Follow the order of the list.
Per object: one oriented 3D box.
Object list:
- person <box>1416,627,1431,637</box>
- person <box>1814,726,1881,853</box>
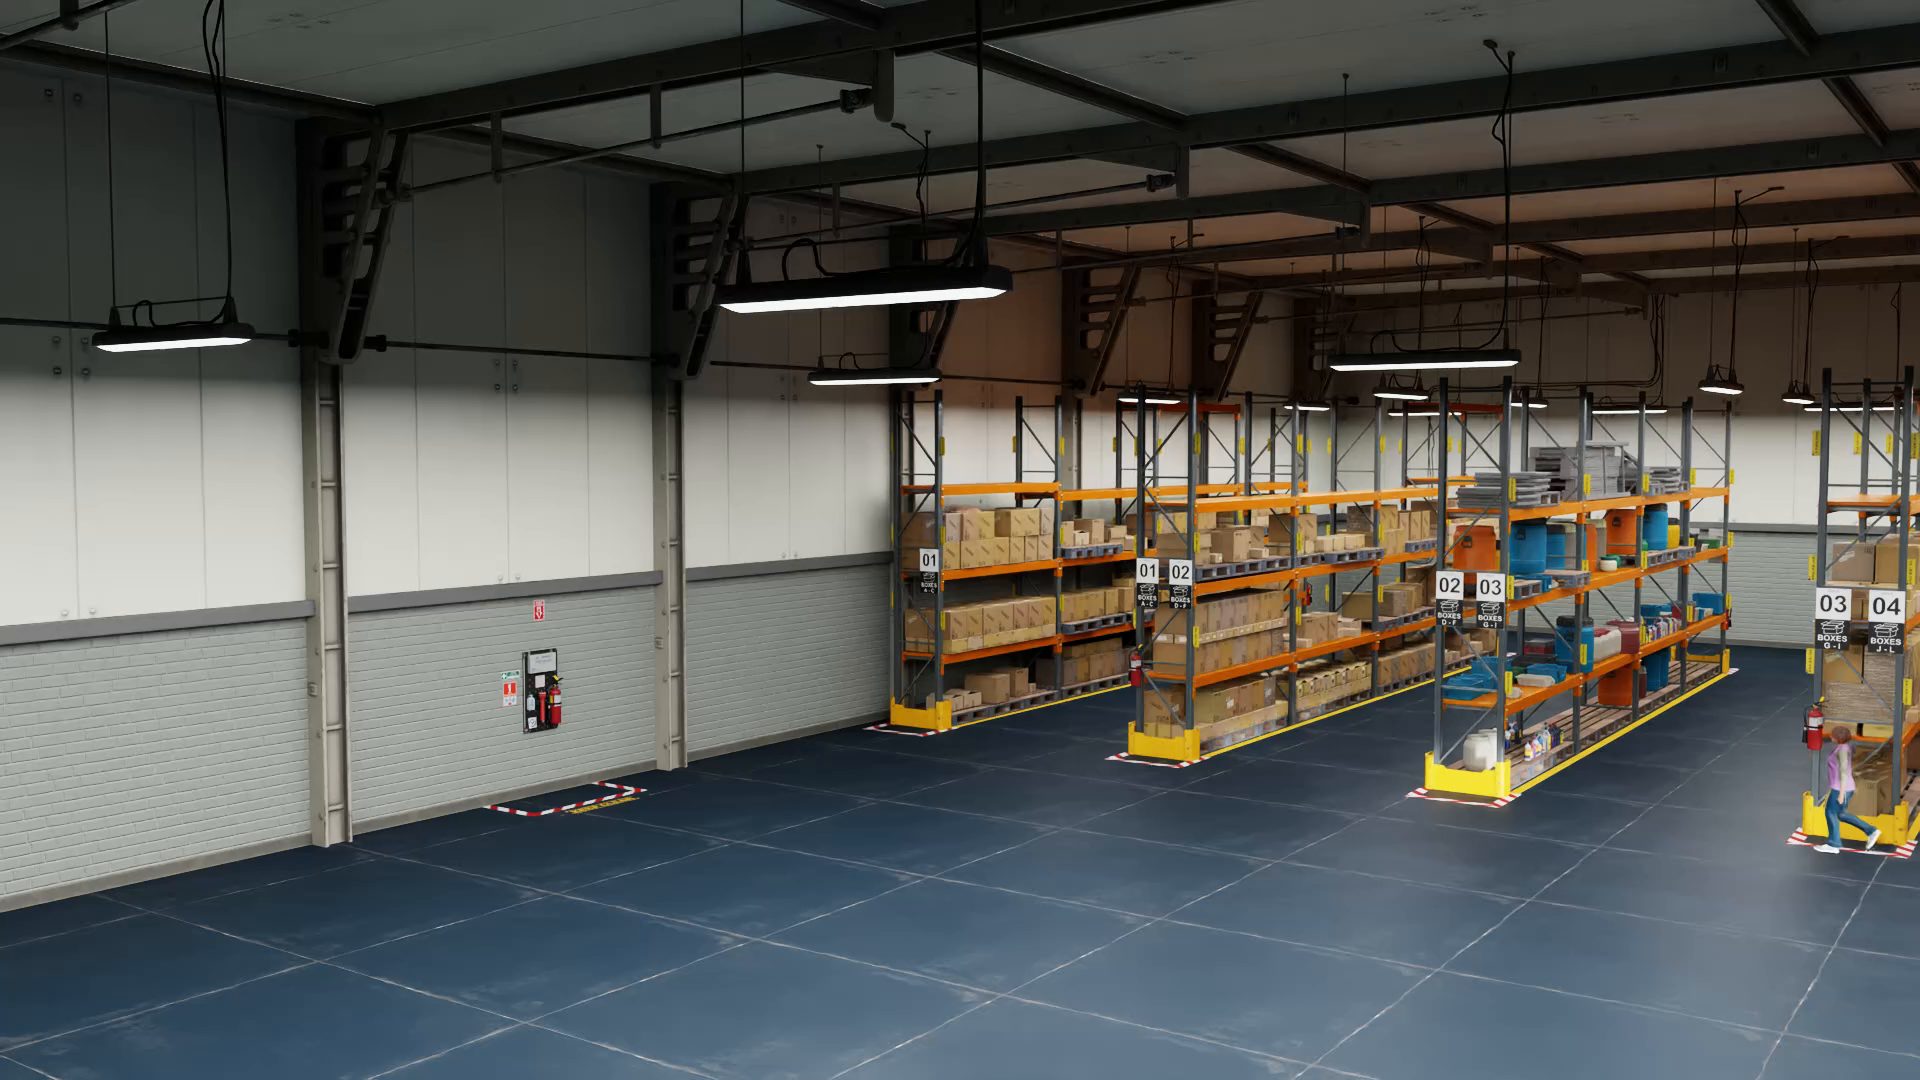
[{"bbox_3d":[11.522,1.783,41.357,0.472,1.789,0.607,1,3,20],"label":"person"},{"bbox_3d":[10.875,3.058,20.342,0.708,1.571,0.432,2,4,34],"label":"person"}]
